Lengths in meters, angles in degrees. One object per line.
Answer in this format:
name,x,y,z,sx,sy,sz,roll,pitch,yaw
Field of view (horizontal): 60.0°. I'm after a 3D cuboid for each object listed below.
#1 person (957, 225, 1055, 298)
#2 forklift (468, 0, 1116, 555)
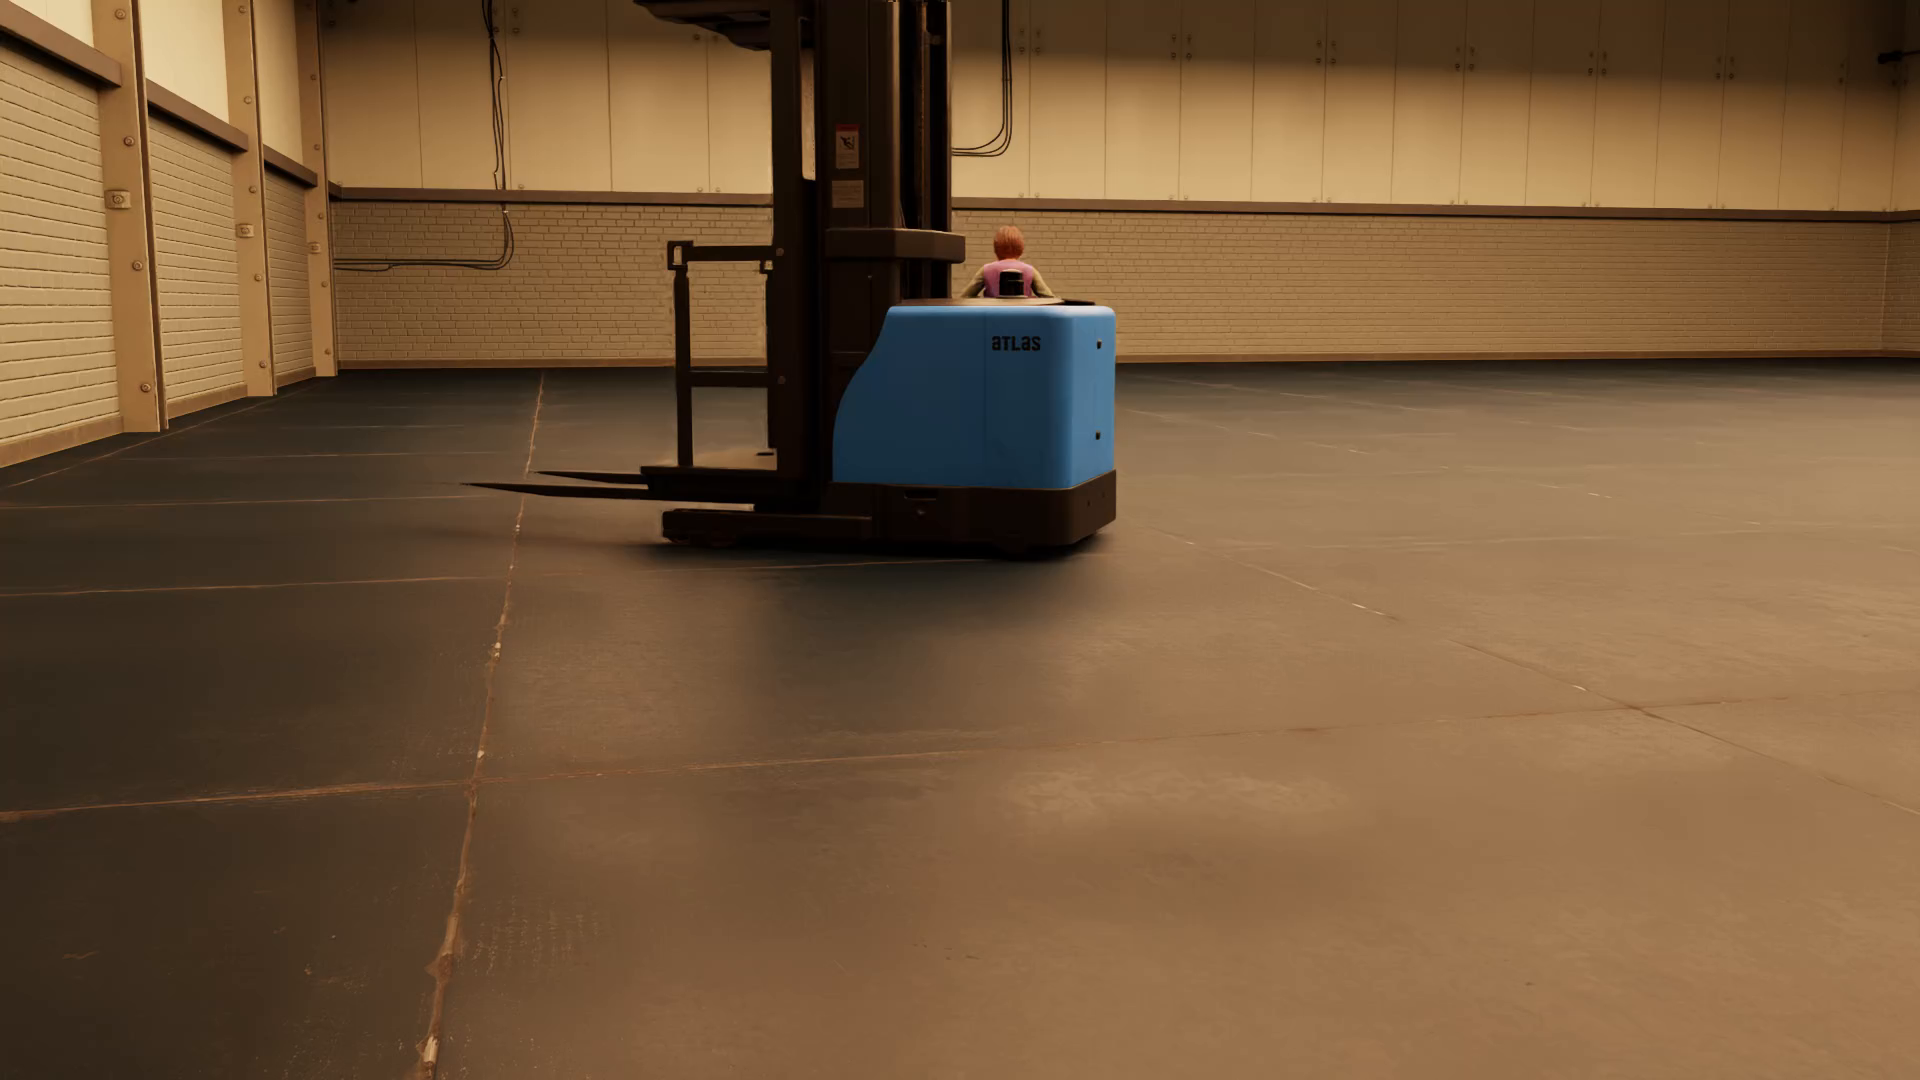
person,0.331,-1.146,10.316,0.834,1.583,0.681,0,8,-3
forklift,-0.835,-1.483,7.731,3.031,2.935,1.130,2,8,17
